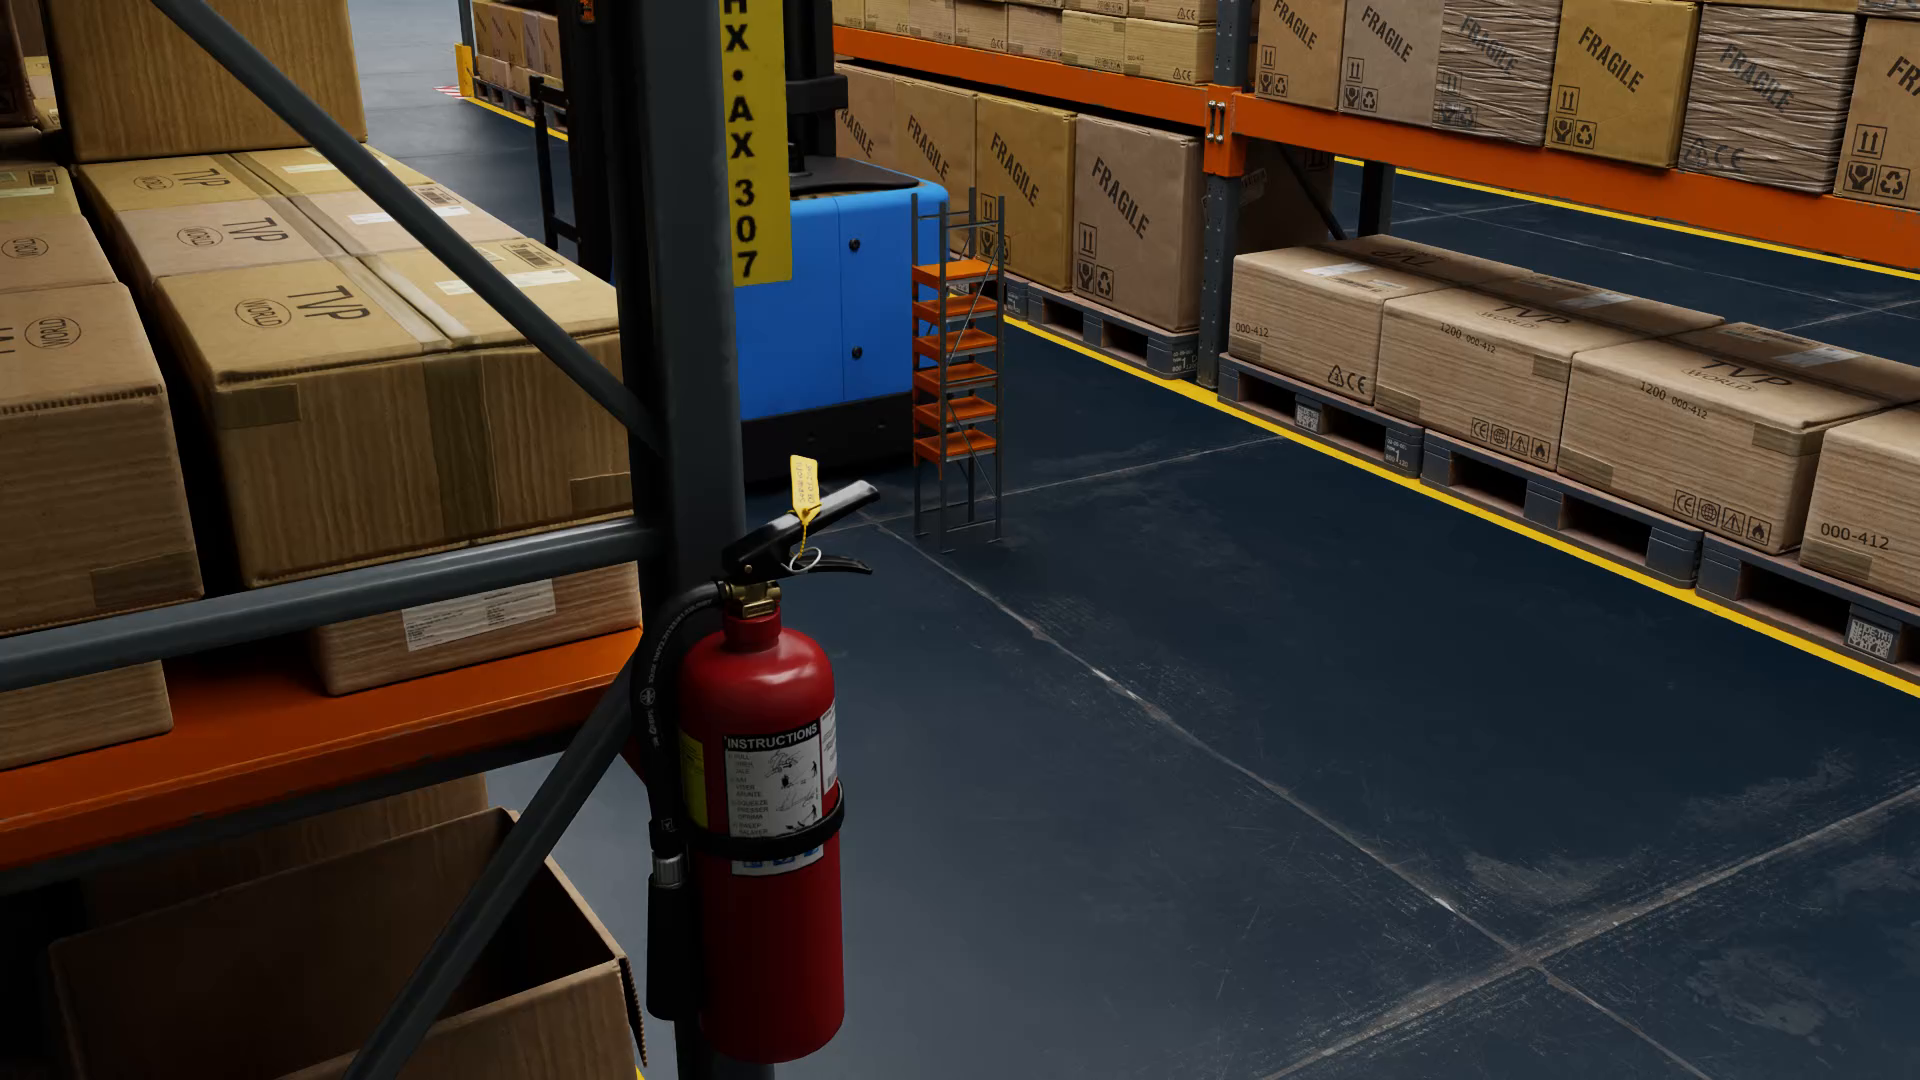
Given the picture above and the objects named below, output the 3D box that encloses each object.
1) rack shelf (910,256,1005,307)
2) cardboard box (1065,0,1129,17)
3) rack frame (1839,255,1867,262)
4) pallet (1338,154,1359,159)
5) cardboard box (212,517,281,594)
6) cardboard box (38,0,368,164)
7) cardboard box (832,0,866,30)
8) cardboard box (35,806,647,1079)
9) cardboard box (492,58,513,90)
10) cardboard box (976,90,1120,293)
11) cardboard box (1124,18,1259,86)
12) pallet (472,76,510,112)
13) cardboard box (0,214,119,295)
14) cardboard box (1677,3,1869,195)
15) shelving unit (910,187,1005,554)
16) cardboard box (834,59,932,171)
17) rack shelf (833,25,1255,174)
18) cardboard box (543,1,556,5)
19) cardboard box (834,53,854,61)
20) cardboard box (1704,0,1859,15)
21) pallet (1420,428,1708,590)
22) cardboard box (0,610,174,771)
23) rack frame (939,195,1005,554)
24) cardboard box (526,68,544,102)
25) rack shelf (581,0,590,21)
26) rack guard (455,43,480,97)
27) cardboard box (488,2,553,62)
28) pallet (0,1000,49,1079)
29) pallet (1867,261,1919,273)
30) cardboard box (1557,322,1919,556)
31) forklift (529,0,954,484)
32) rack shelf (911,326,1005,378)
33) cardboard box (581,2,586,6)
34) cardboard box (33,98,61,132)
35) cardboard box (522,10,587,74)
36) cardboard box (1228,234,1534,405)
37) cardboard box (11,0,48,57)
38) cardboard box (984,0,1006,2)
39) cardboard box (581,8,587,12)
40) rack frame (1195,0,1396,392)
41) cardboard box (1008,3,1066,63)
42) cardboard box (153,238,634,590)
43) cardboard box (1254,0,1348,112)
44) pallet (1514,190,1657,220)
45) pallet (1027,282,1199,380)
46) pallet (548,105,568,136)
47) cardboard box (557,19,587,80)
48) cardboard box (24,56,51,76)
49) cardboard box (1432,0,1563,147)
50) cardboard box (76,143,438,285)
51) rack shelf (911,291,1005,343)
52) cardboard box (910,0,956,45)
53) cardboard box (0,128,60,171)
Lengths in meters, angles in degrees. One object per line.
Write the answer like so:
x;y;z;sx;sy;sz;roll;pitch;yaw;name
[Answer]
-0.007;-0.853;5.478;0.258;0.103;0.180;-13;25;-28;rack shelf
0.834;-2.588;7.731;0.500;0.250;0.500;-12;25;-27;cardboard box
5.734;-3.155;9.590;1.000;3.000;0.127;-13;25;-28;rack frame
3.353;-3.428;13.964;1.003;0.211;1.213;-13;25;-28;pallet
-0.794;-0.035;2.249;0.380;0.149;0.250;-12;25;-27;cardboard box
-1.459;-1.019;3.144;0.500;0.500;0.500;-12;25;-27;cardboard box
-0.479;-3.189;9.872;0.500;0.250;0.500;-13;26;-29;cardboard box
-0.923;0.826;2.552;0.797;0.503;0.637;-14;26;-30;cardboard box
-4.171;-4.494;15.979;0.500;0.250;0.500;-12;25;-26;cardboard box
0.677;-1.857;8.659;0.875;0.875;0.875;-12;25;-27;cardboard box
1.084;-2.197;7.433;0.500;0.250;0.500;-13;26;-29;cardboard box
-4.176;-4.468;16.525;1.003;0.211;1.213;-13;25;-28;pallet
-1.417;-0.253;2.253;0.500;0.250;0.500;-13;25;-28;cardboard box
2.585;-1.357;5.033;0.500;0.500;0.500;-12;25;-27;cardboard box
-0.007;-0.561;5.597;0.258;1.200;0.189;-13;25;-28;shelving unit
-0.232;-2.436;10.084;0.875;0.875;0.875;-13;25;-29;cardboard box
0.509;-2.484;8.895;1.077;0.370;4.000;-13;25;-28;rack shelf
-3.697;-4.945;16.093;0.500;0.500;0.500;-12;25;-26;cardboard box
-1.041;-4.305;14.732;0.500;0.500;0.500;-13;25;-28;cardboard box
2.580;-1.819;4.843;0.500;0.500;0.500;-13;25;-29;cardboard box
2.479;-0.222;6.077;1.003;0.211;1.213;-13;25;-28;pallet
-1.092;0.141;1.813;0.380;0.149;0.250;-13;25;-29;cardboard box
0.039;-0.531;5.524;0.240;1.200;0.006;-13;25;-28;rack frame
-3.626;-4.156;15.147;0.500;0.250;0.500;-12;25;-27;cardboard box
-3.578;-5.074;15.266;1.077;0.370;4.000;-13;25;-28;rack shelf
-4.561;-4.872;17.134;1.175;0.500;0.348;-13;25;-28;rack guard
-4.142;-4.832;15.815;0.500;0.500;0.500;-14;26;-30;cardboard box
-1.139;1.090;2.849;1.003;0.211;1.213;-13;25;-28;pallet
6.108;-1.652;9.597;1.003;0.211;1.213;-13;25;-28;pallet
2.676;-0.372;5.588;0.875;0.438;0.875;-12;25;-27;cardboard box
-1.226;-2.066;7.002;1.130;2.935;3.031;-13;26;-29;forklift
-0.007;-0.631;5.569;0.258;0.103;0.180;-13;25;-28;rack shelf
-3.462;-5.141;15.711;0.380;0.149;0.250;-11;25;-26;cardboard box
-1.753;-0.841;3.702;0.500;0.250;0.500;-13;25;-29;cardboard box
-3.612;-4.497;14.990;0.500;0.500;0.500;-11;25;-25;cardboard box
1.759;-0.954;7.019;0.875;0.438;0.875;-13;25;-29;cardboard box
-2.790;-1.655;5.208;0.700;0.500;0.500;-12;25;-27;cardboard box
0.288;-2.918;8.541;0.500;0.250;0.500;-12;25;-27;cardboard box
-3.173;-4.610;15.268;0.500;0.500;0.500;-11;25;-25;cardboard box
1.530;-2.170;7.167;1.000;3.000;0.127;-13;25;-28;rack frame
0.584;-2.529;8.250;0.500;0.250;0.500;-13;26;-30;cardboard box
-0.692;-0.186;2.090;0.500;0.250;0.500;-12;25;-28;cardboard box
1.545;-2.014;6.650;0.500;0.500;0.500;-12;25;-27;cardboard box
4.708;-2.510;11.707;1.003;0.211;1.213;-13;25;-28;pallet
1.071;-1.114;8.271;1.003;0.211;1.213;-13;25;-28;pallet
-2.930;-3.679;14.581;1.003;0.211;1.213;-13;25;-28;pallet
-3.089;-4.168;14.180;0.500;0.500;0.500;-13;25;-29;cardboard box
-2.265;-1.164;4.497;0.500;0.250;0.500;-12;25;-27;cardboard box
2.047;-1.688;5.848;0.500;0.500;0.500;-12;25;-28;cardboard box
-1.212;-0.513;2.894;0.500;0.250;0.500;-13;26;-29;cardboard box
-0.007;-0.742;5.523;0.258;0.103;0.180;-13;25;-28;rack shelf
0.061;-2.855;9.051;0.500;0.250;0.500;-12;25;-27;cardboard box
-1.933;-0.583;3.067;0.500;0.250;0.500;-13;25;-28;cardboard box
